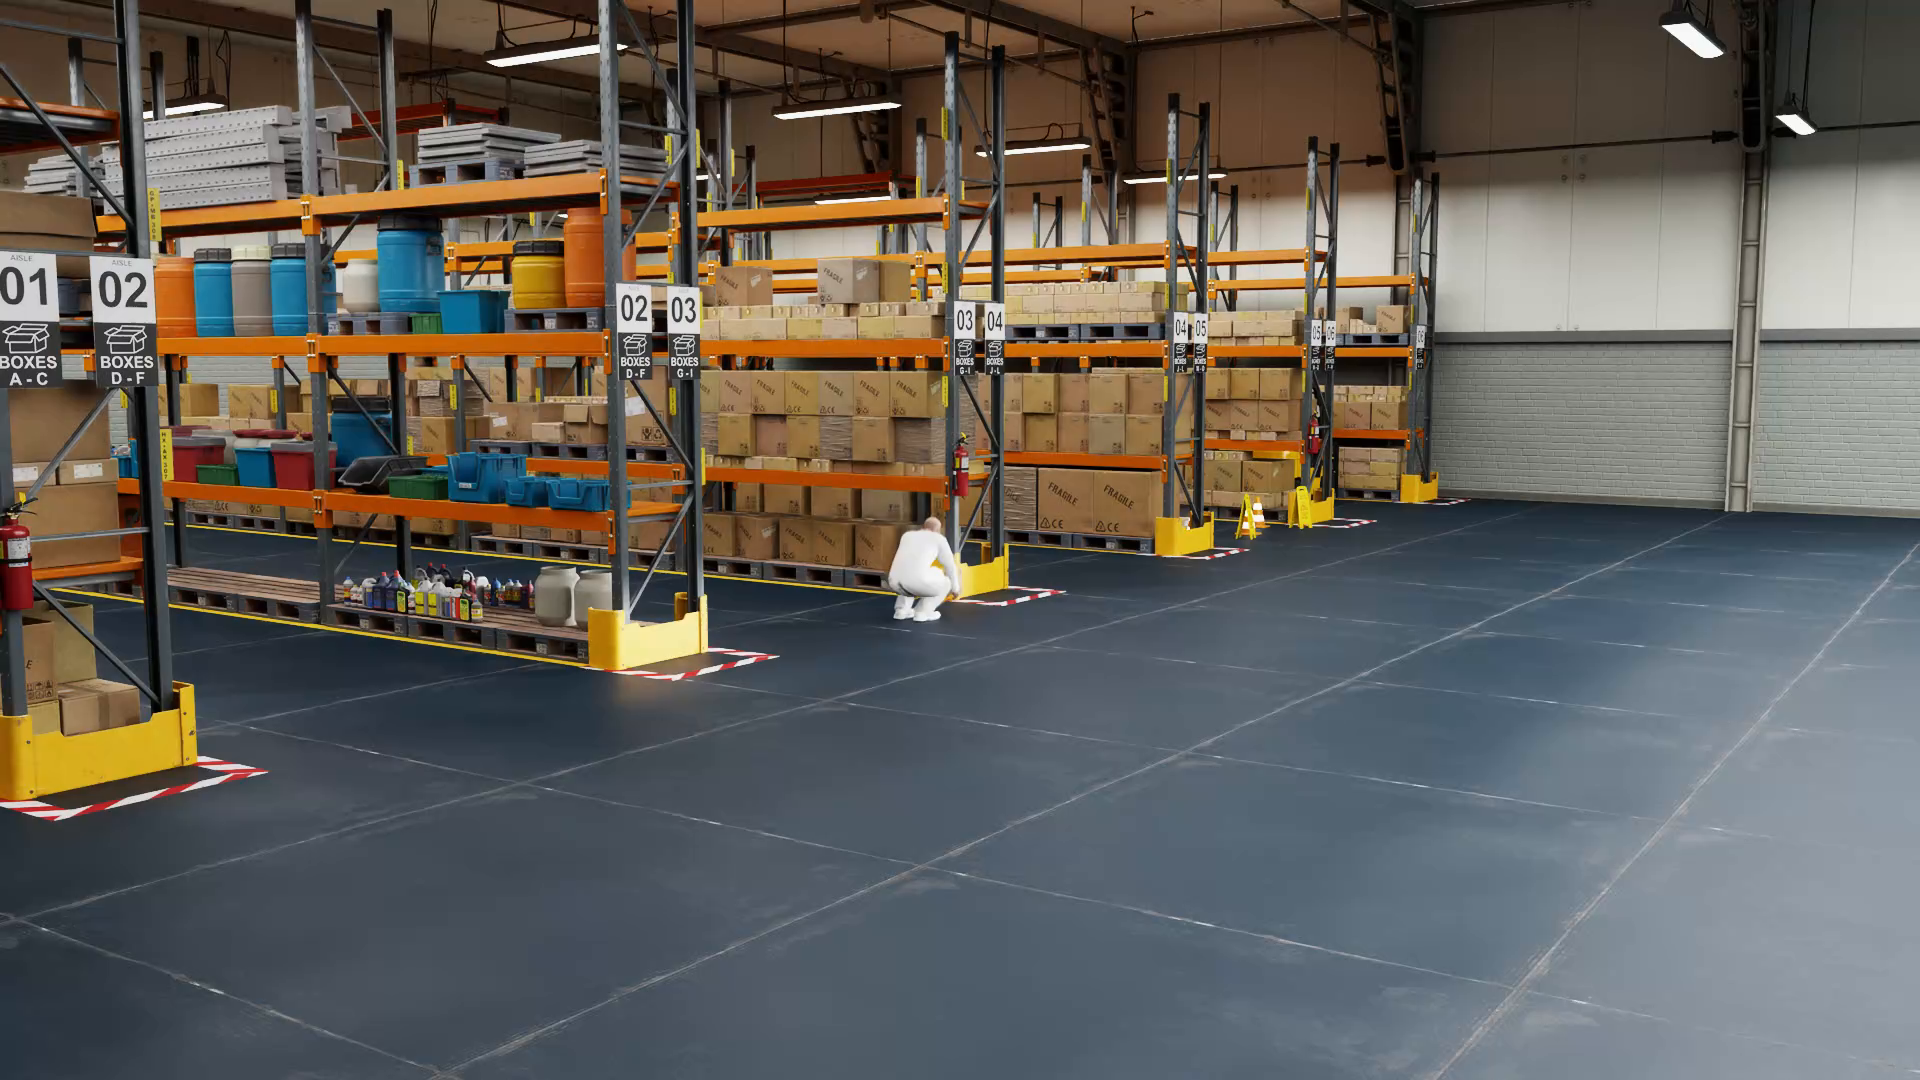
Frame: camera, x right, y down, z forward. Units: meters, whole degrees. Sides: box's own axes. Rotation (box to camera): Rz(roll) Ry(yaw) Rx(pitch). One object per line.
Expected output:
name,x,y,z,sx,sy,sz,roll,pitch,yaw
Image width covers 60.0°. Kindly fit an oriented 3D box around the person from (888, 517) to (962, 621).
person,-0.367,0.287,16.708,0.604,0.987,0.917,4,7,34
